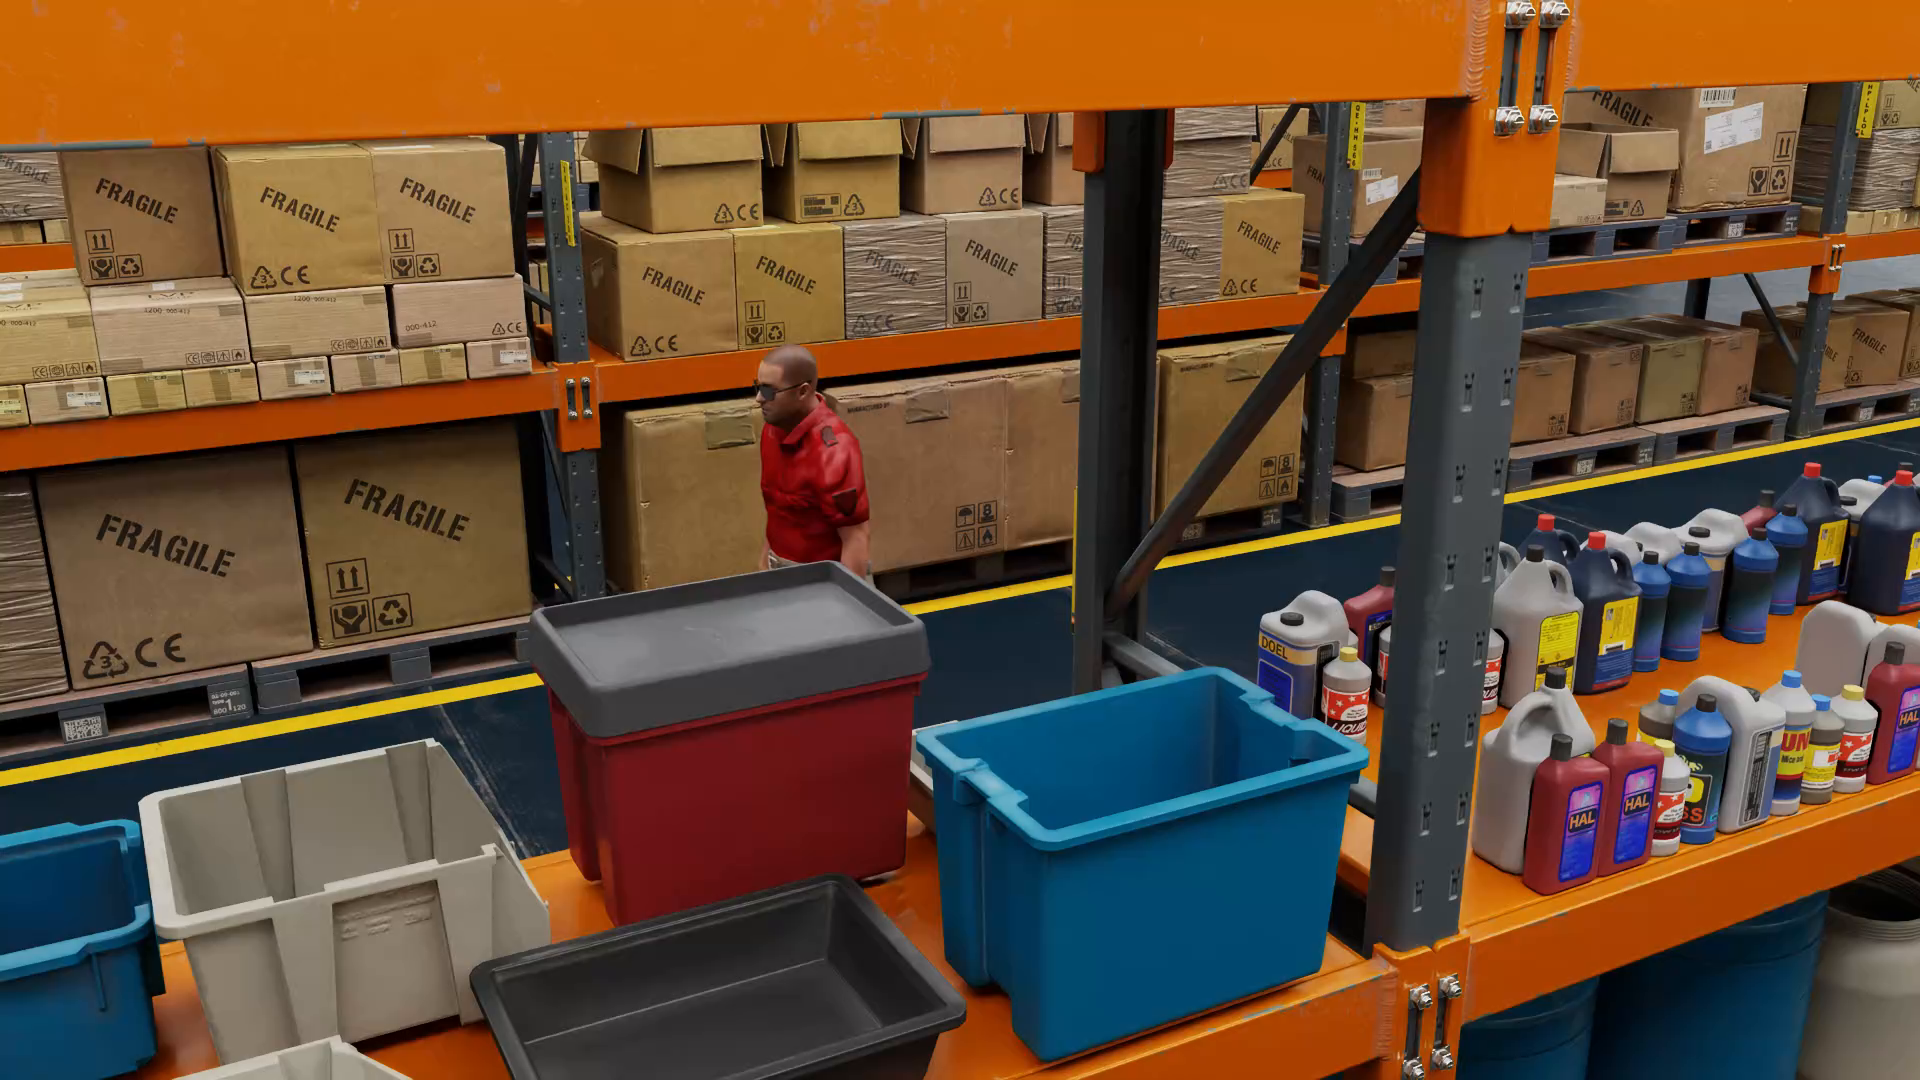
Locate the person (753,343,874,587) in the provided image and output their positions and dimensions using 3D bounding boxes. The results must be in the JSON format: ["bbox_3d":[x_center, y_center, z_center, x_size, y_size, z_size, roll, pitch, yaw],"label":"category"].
[{"bbox_3d":[-0.499,0.195,5.489,0.385,1.728,0.604,-11,21,-29],"label":"person"}]
